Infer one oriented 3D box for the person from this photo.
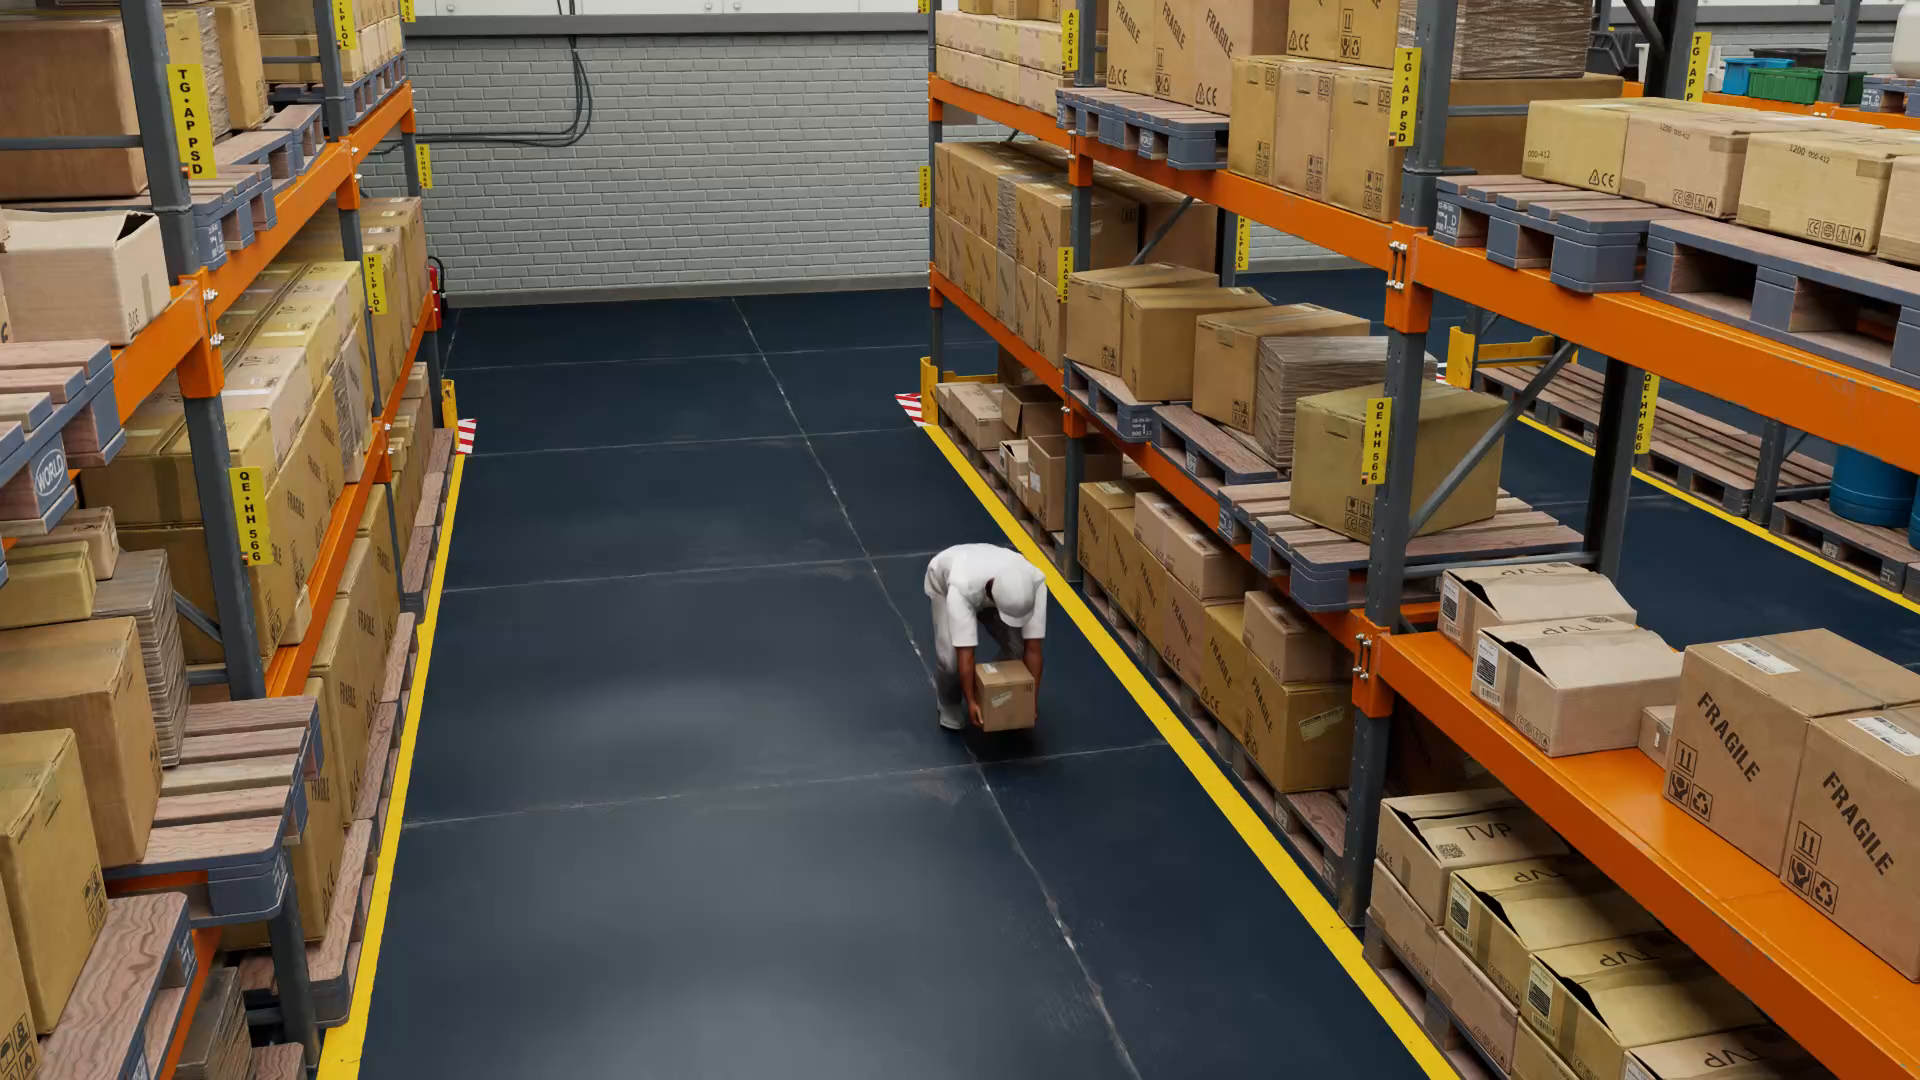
[{"bbox_3d":[0.143,0.490,8.271,0.527,1.019,0.959,-6,20,-16],"label":"person"}]
